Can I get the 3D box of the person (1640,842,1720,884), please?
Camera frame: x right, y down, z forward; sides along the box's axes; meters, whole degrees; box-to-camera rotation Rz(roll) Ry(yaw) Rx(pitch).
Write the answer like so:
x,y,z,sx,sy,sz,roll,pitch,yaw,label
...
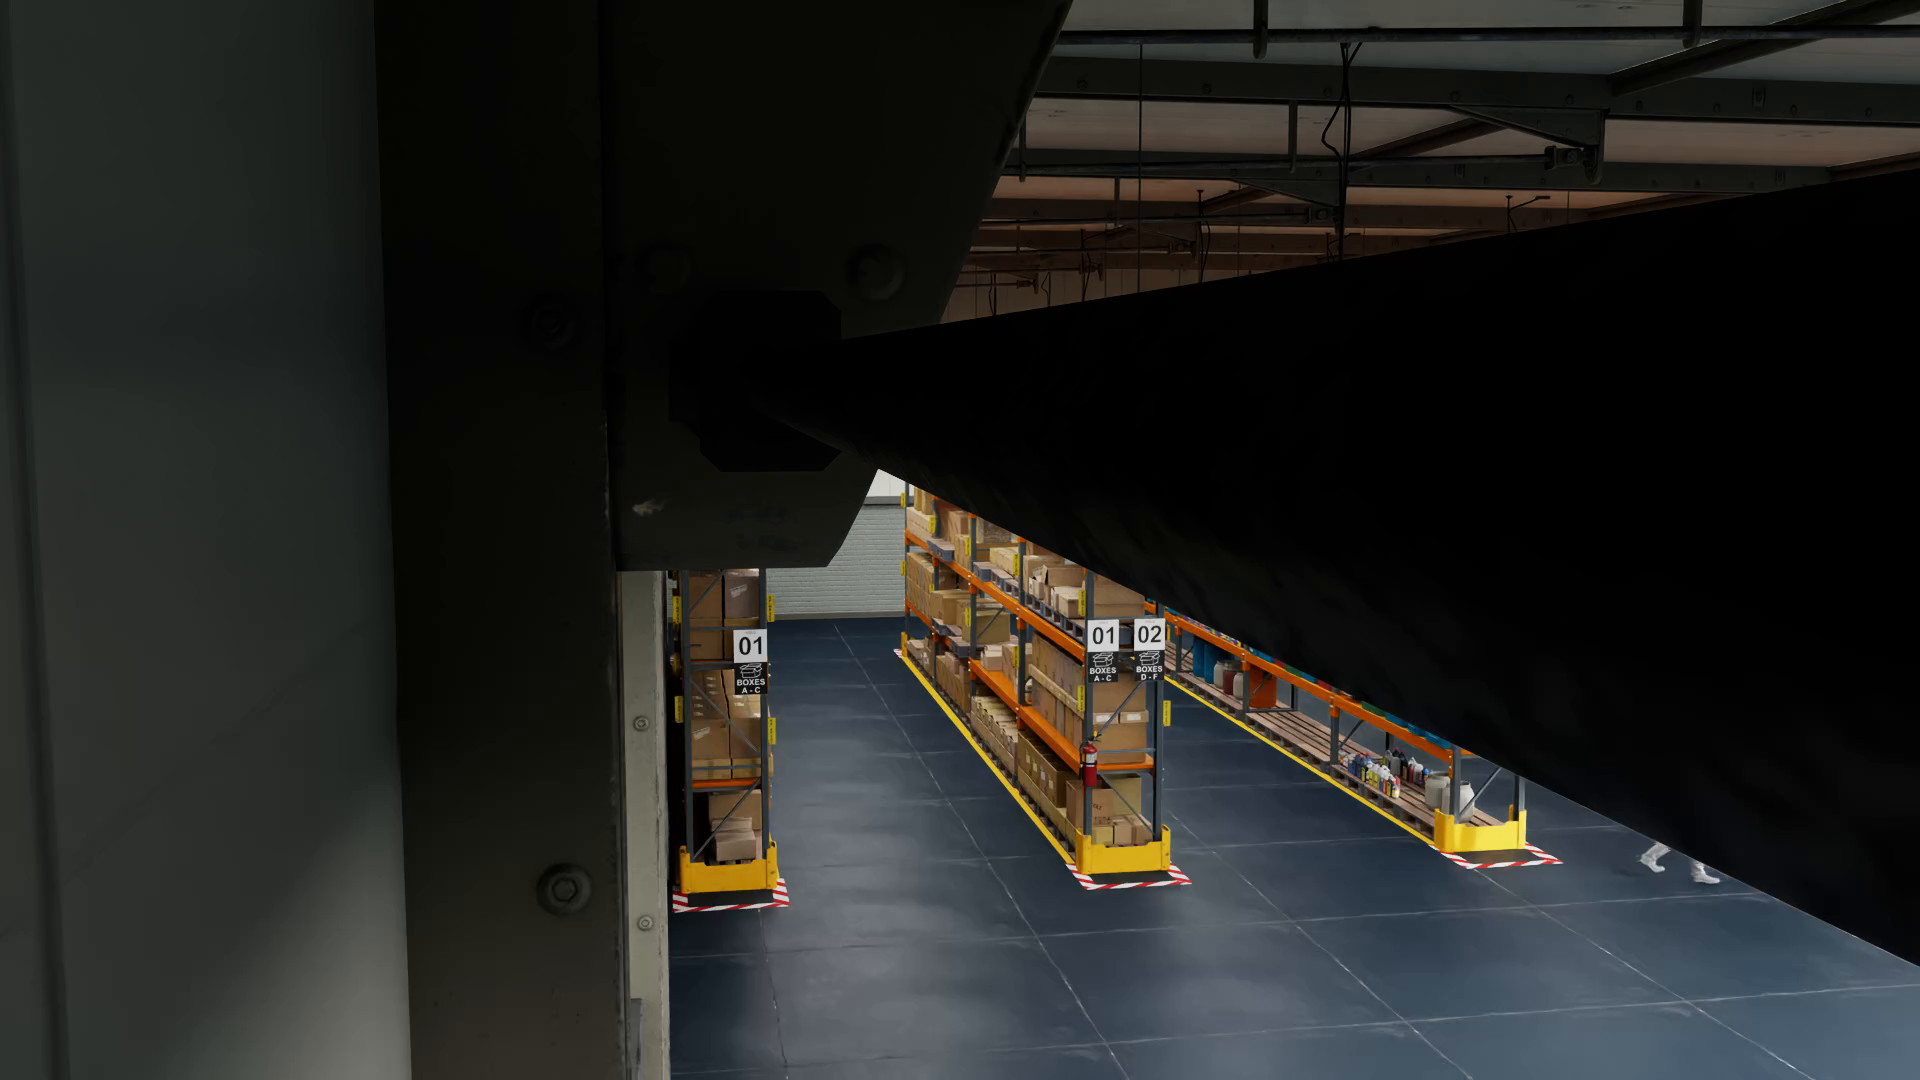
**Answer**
x,y,z,sx,sy,sz,roll,pitch,yaw,label
8.934,3.336,20.587,0.883,1.739,0.621,1,6,14,person
